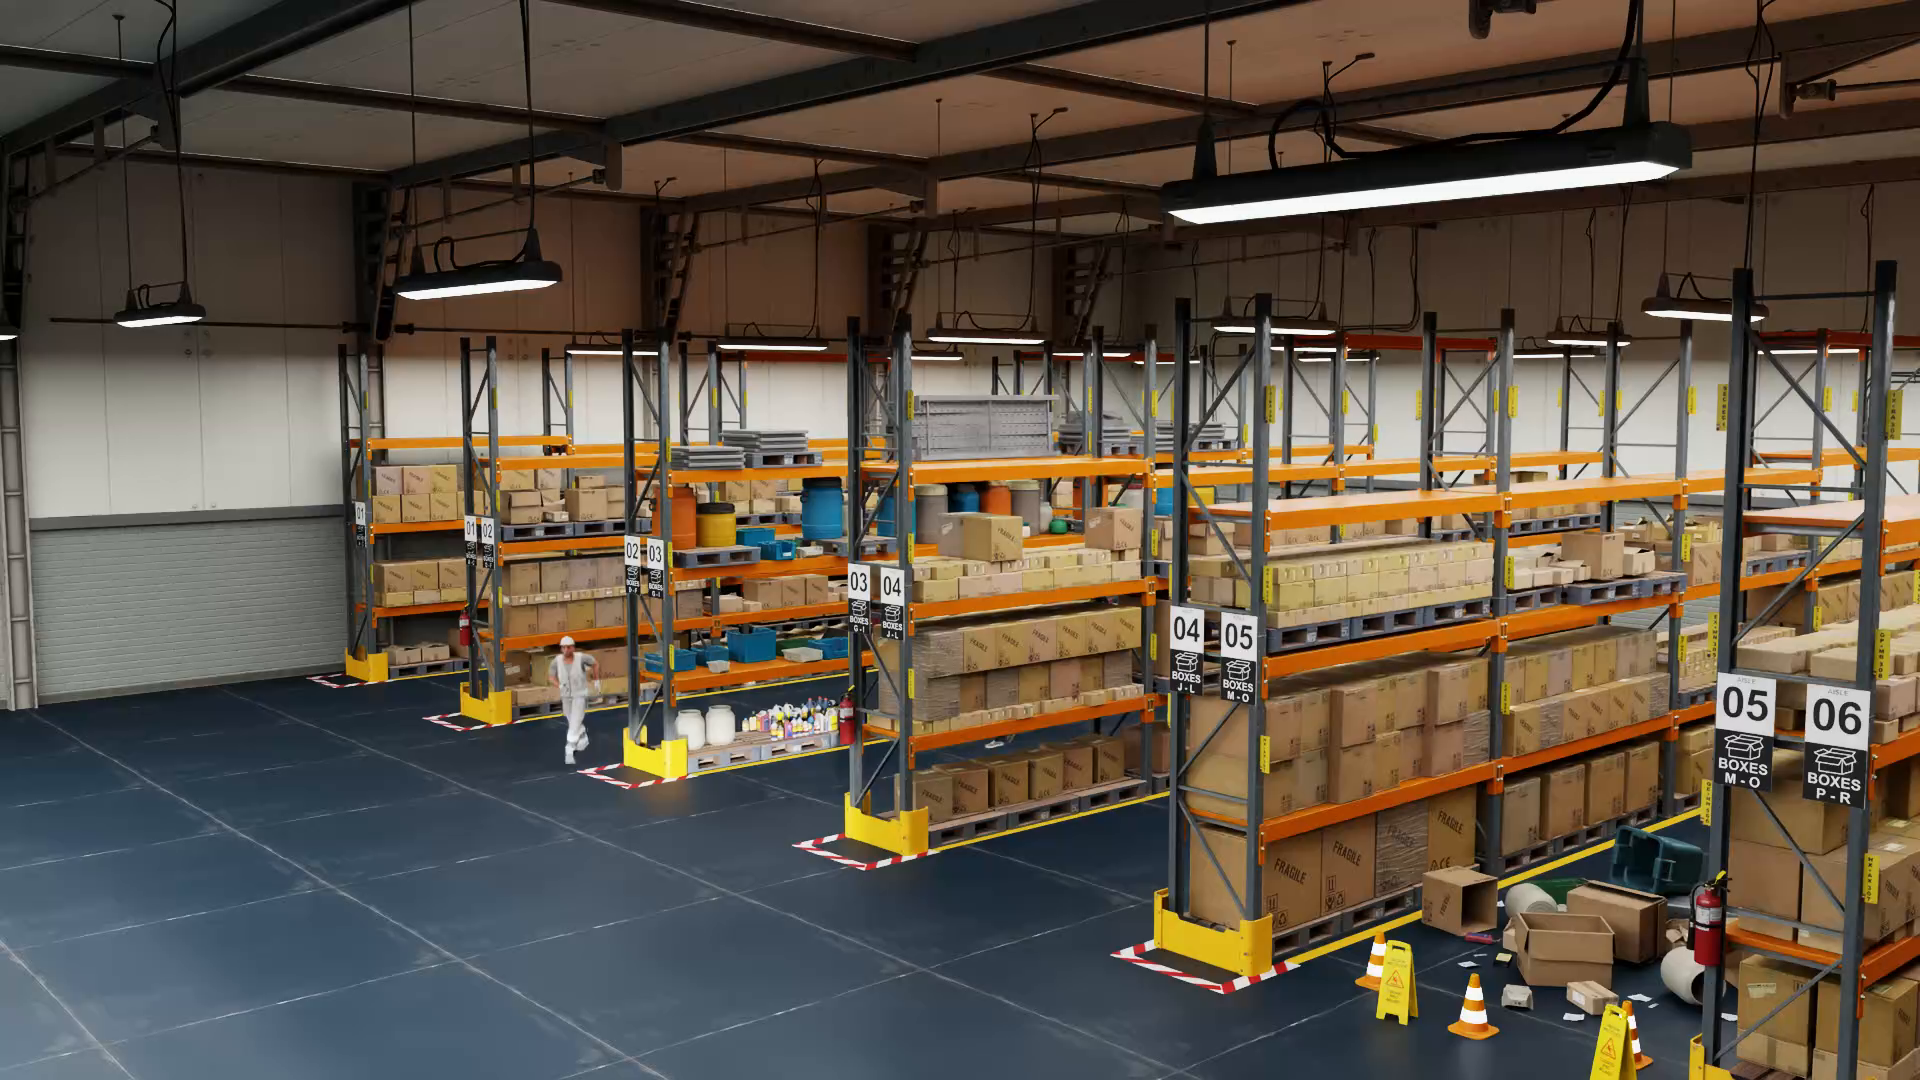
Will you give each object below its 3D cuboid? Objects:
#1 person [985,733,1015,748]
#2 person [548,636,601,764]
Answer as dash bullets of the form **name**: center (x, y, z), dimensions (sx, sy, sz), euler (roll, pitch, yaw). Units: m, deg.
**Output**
- **person**: center (0.464, 2.139, 22.728), dimensions (0.775, 1.437, 0.553), euler (-3, 6, -30)
- **person**: center (-5.390, 2.210, 23.361), dimensions (0.654, 1.801, 0.816), euler (1, 5, 10)
